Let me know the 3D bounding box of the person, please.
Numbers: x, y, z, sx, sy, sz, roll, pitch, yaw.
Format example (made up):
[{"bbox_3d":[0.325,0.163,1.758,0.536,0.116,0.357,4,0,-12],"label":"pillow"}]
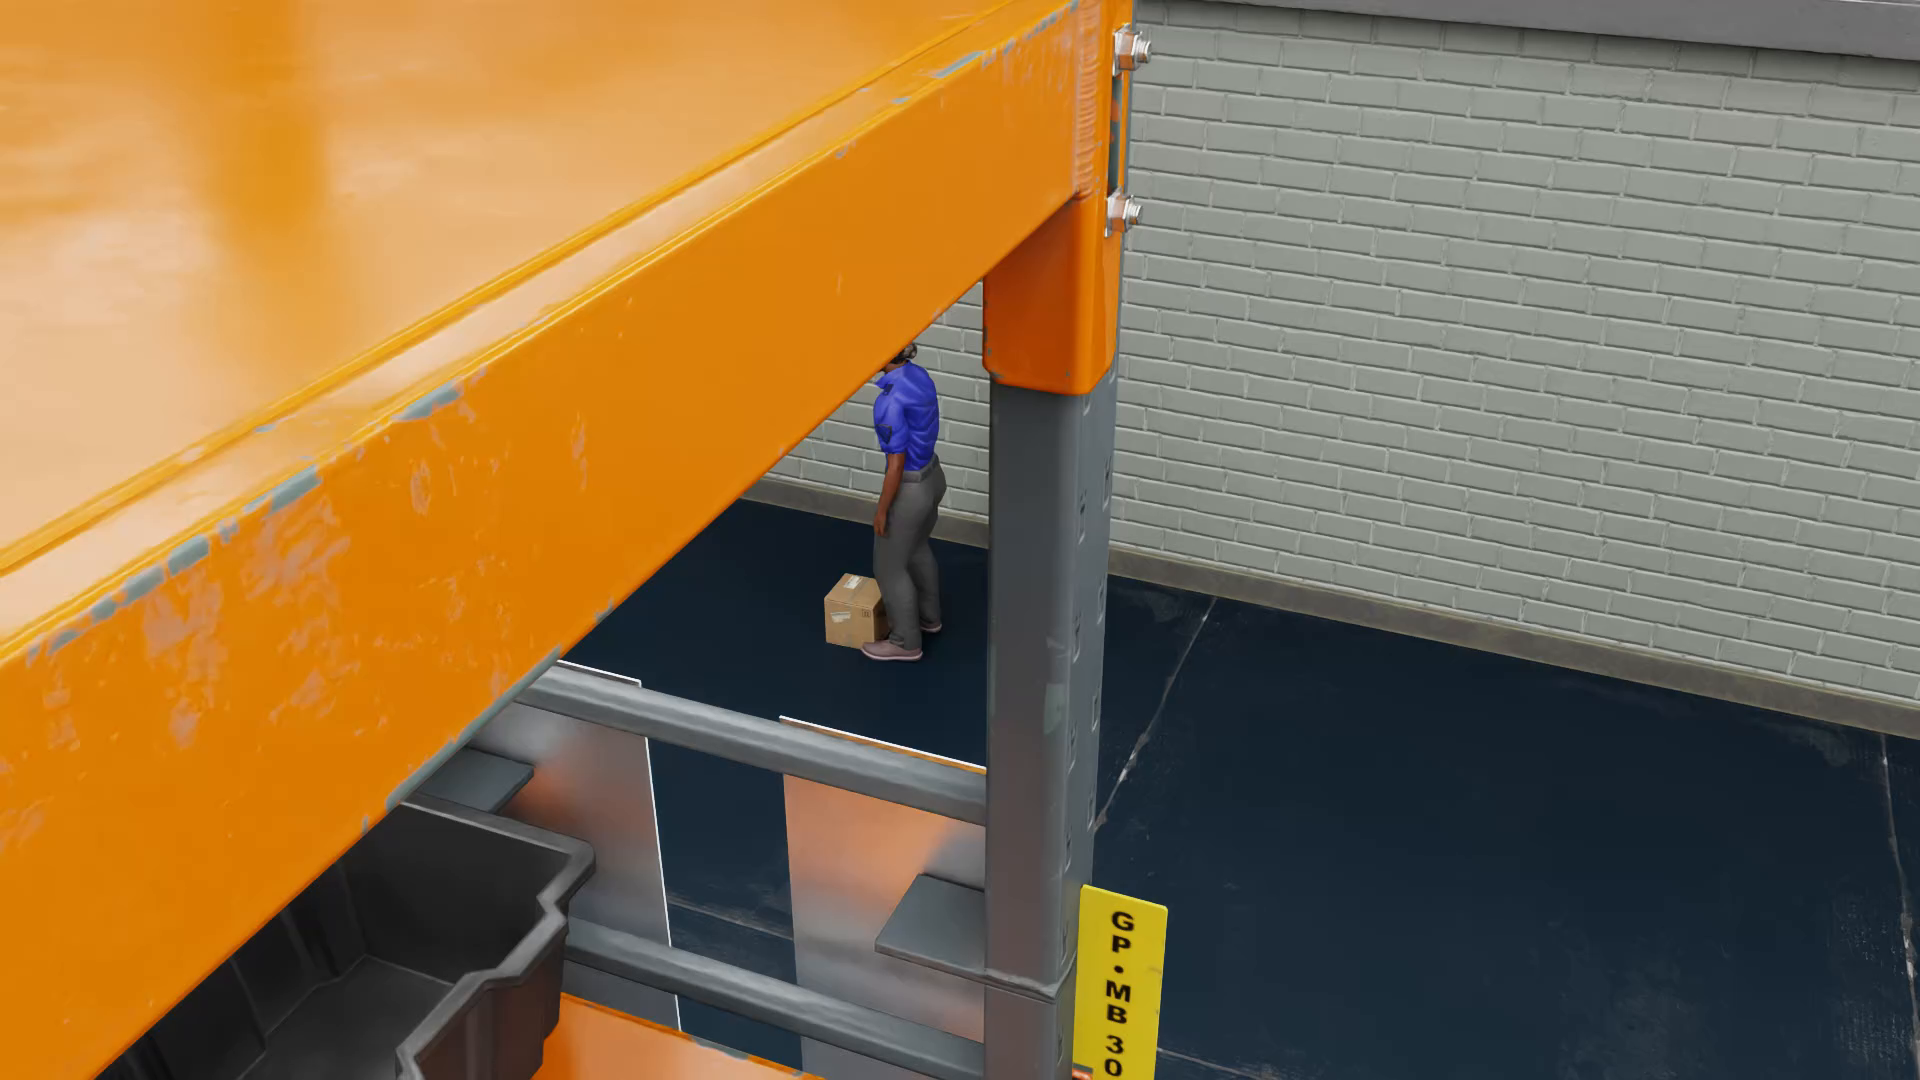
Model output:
[{"bbox_3d":[-0.255,-0.225,7.527,0.348,1.654,0.510,10,31,17],"label":"person"}]
